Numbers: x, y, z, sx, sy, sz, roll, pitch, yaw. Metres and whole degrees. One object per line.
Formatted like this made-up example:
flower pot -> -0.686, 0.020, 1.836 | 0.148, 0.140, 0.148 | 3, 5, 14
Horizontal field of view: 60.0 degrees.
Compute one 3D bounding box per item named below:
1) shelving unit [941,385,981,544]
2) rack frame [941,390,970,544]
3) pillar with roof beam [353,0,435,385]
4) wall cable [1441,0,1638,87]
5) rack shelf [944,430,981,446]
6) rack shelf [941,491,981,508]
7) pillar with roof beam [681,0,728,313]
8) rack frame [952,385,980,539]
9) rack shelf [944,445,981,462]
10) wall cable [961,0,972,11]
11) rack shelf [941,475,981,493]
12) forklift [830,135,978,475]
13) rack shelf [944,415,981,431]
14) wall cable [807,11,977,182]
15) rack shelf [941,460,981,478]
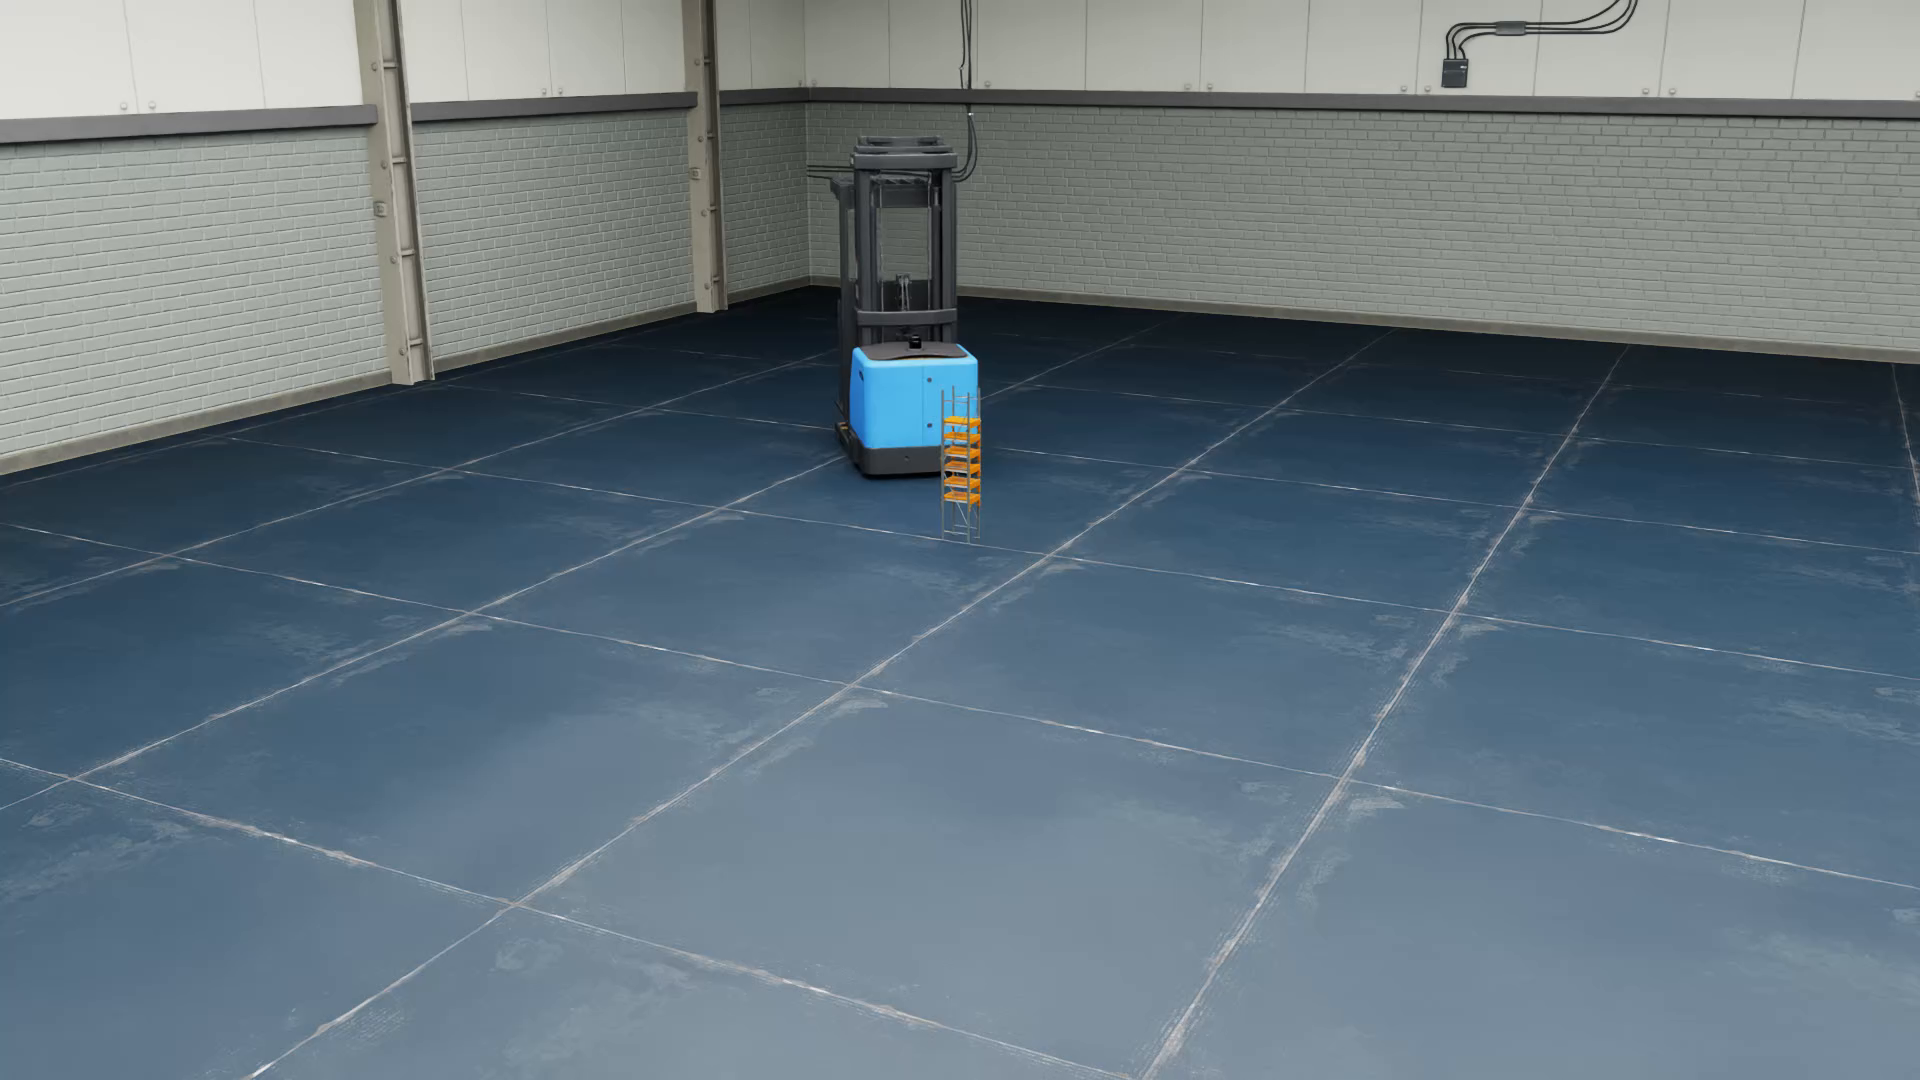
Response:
shelving unit -> 0.006, -0.579, 12.866 | 0.258, 1.200, 0.189 | 8, 18, 25
rack frame -> -0.034, -0.556, 12.787 | 0.240, 1.200, 0.006 | 8, 18, 25
pillar with roof beam -> -2.466, -5.601, 16.075 | 9.100, 9.000, 0.400 | 8, 18, 25
wall cable -> 7.349, -8.677, 20.461 | 2.305, 6.003, 0.169 | 8, 18, 25
rack shelf -> 0.006, -0.766, 12.810 | 0.258, 0.103, 0.180 | 8, 18, 25
rack shelf -> 0.006, -0.306, 12.947 | 0.258, 0.103, 0.180 | 8, 18, 25
pillar with roof beam -> 0.215, -7.129, 21.221 | 9.100, 9.000, 0.400 | 8, 18, 25
rack frame -> 0.047, -0.602, 12.944 | 0.240, 1.200, 0.006 | 8, 18, 25
rack shelf -> 0.006, -0.651, 12.844 | 0.258, 0.103, 0.180 | 8, 18, 25
wall cable -> 1.284, -8.847, 23.589 | 3.097, 2.526, 0.112 | 8, 18, 25
rack shelf -> 0.006, -0.421, 12.913 | 0.258, 0.103, 0.180 | 8, 18, 25
forklift -> -0.620, -2.358, 15.817 | 1.130, 2.935, 3.031 | -3, 17, -11
rack shelf -> 0.006, -0.881, 12.776 | 0.258, 0.103, 0.180 | 8, 18, 25
wall cable -> -1.136, -6.770, 25.467 | 3.097, 2.526, 0.112 | 8, 18, 25
rack shelf -> 0.006, -0.536, 12.879 | 0.258, 0.103, 0.180 | 8, 18, 25
